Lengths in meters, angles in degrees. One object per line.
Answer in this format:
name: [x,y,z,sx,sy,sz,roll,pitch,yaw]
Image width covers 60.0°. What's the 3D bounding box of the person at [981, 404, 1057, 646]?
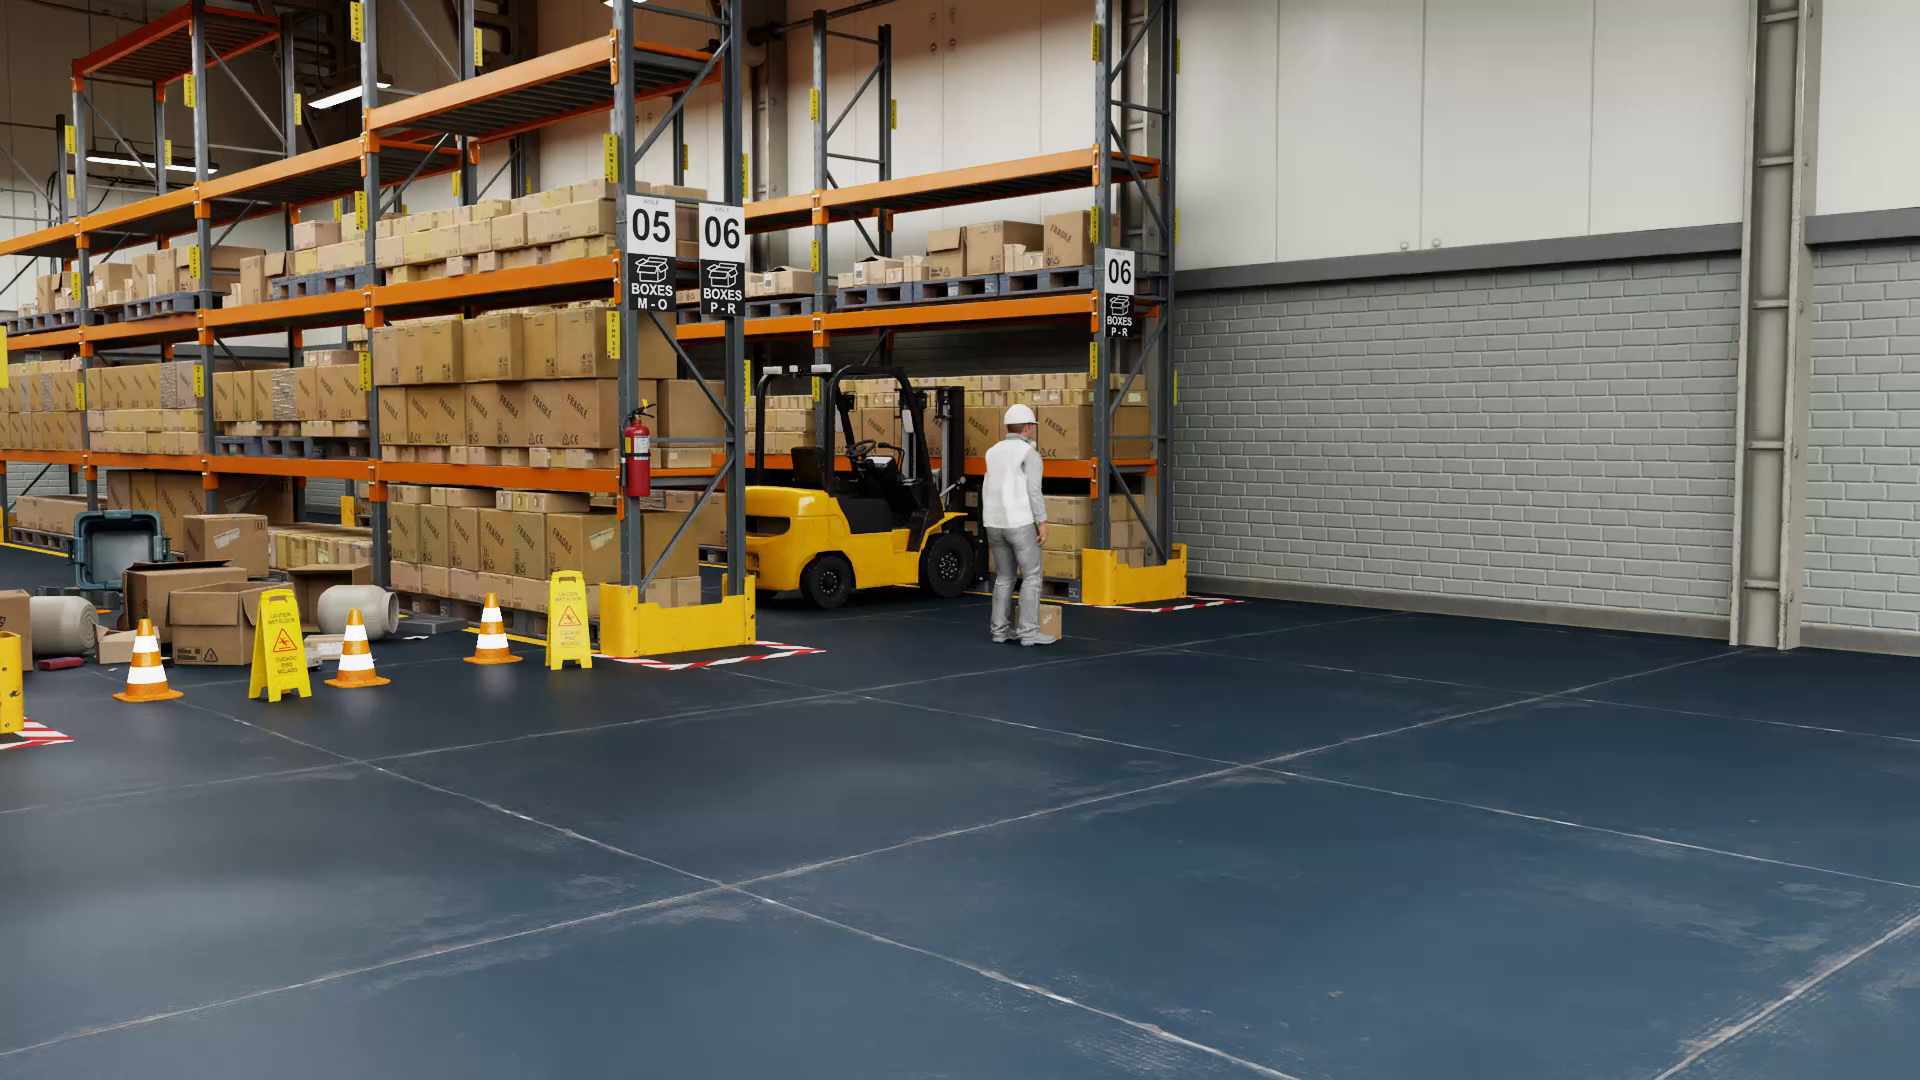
person: [0.413,-0.119,12.337,0.463,1.770,0.578,-4,5,-45]
